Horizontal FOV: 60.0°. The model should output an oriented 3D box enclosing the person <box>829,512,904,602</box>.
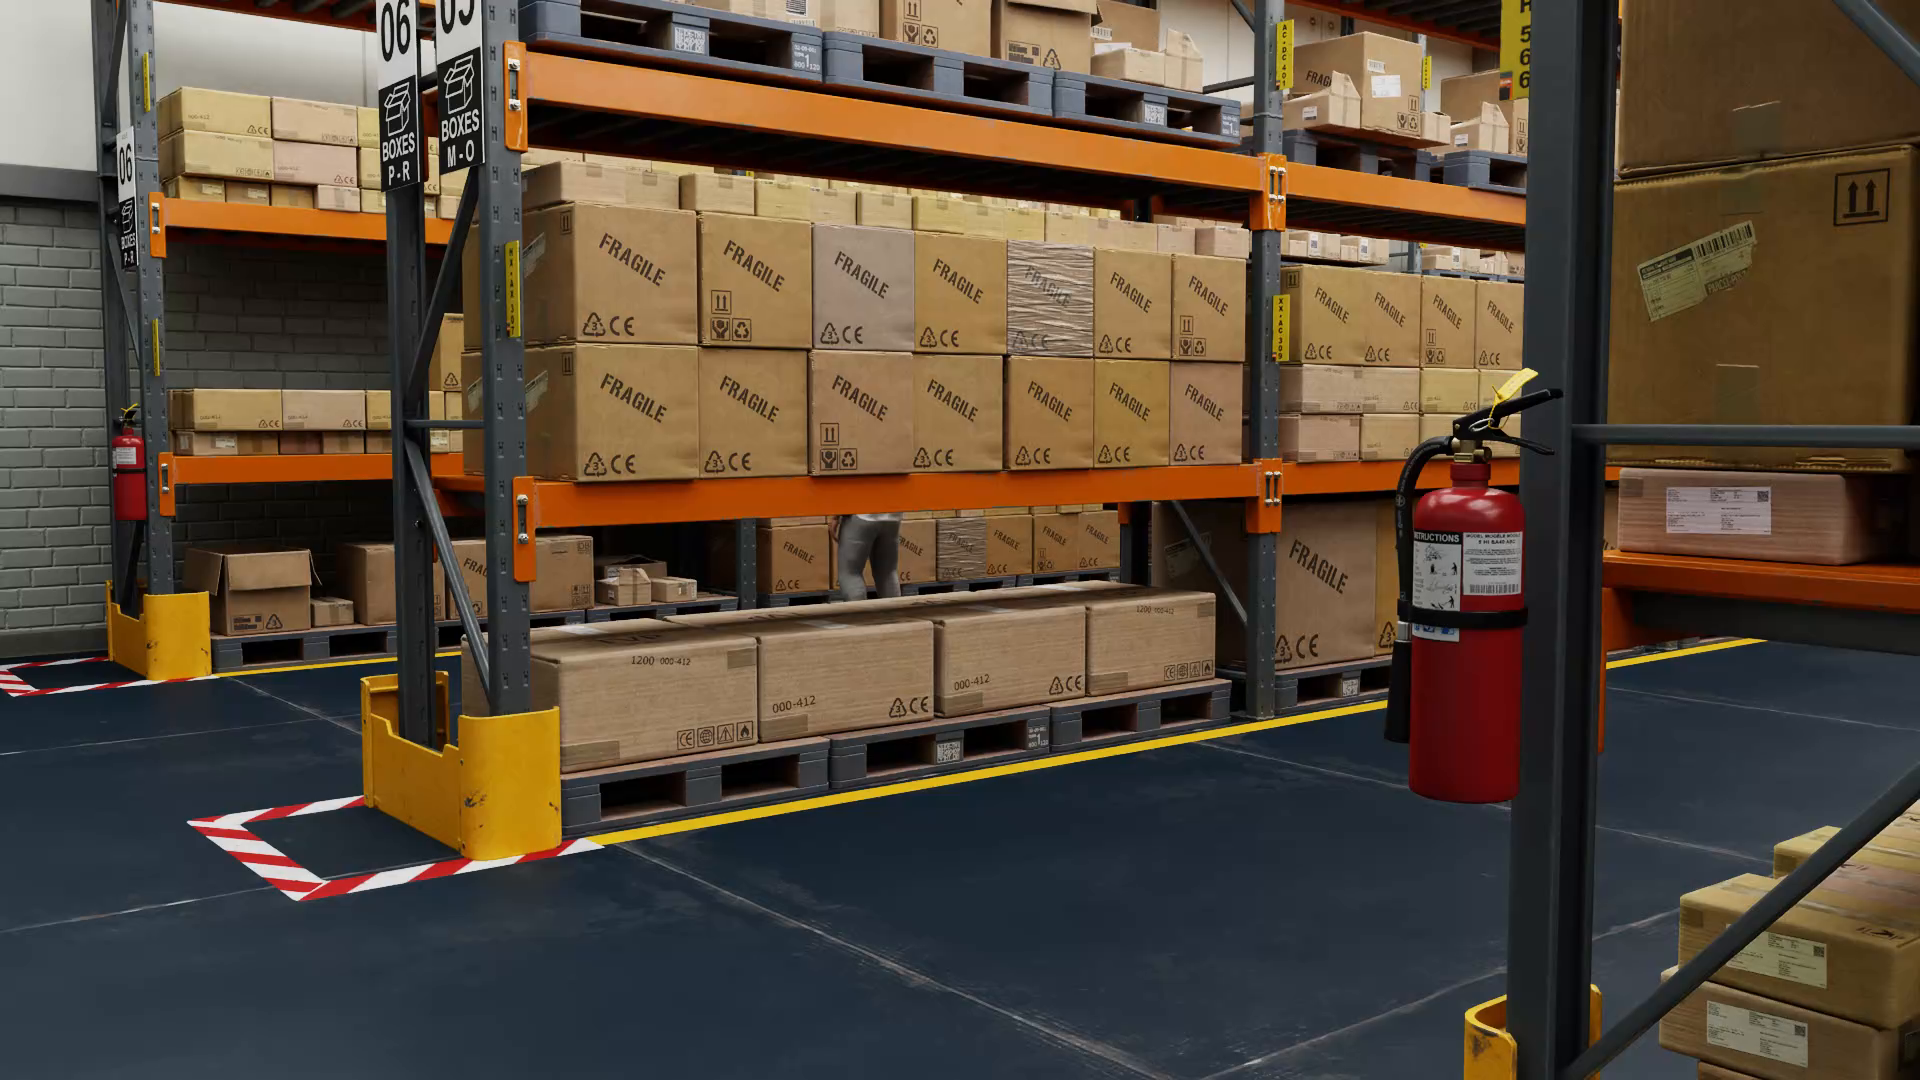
[{"bbox_3d":[-0.603,-0.155,11.026,0.604,1.747,0.439,-4,6,-42],"label":"person"}]
